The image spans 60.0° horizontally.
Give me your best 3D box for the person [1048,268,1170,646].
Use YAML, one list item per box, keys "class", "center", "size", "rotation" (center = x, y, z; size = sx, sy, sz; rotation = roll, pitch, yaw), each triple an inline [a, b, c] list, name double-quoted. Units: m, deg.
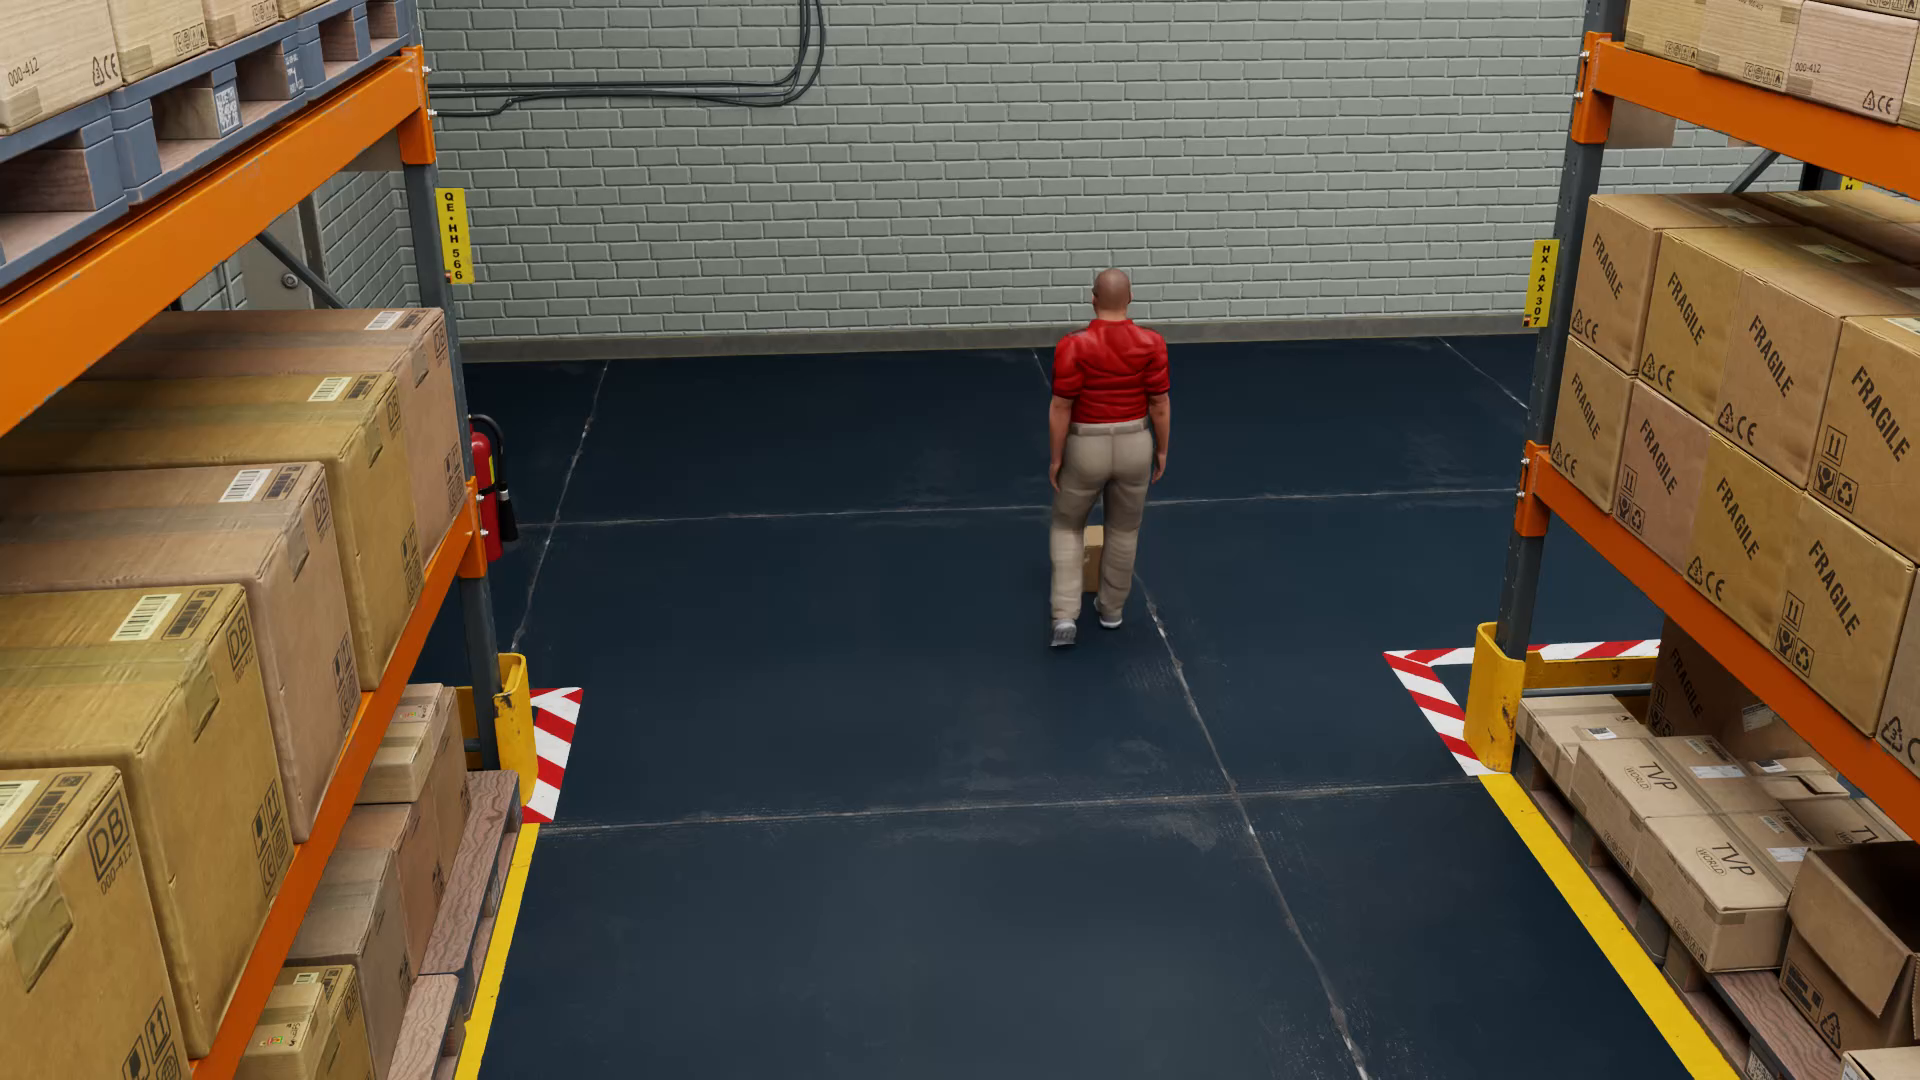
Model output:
- class: "person"
  center: [0.660, -0.356, 7.515]
  size: [0.556, 1.792, 0.529]
  rotation: [-2, 24, -5]
